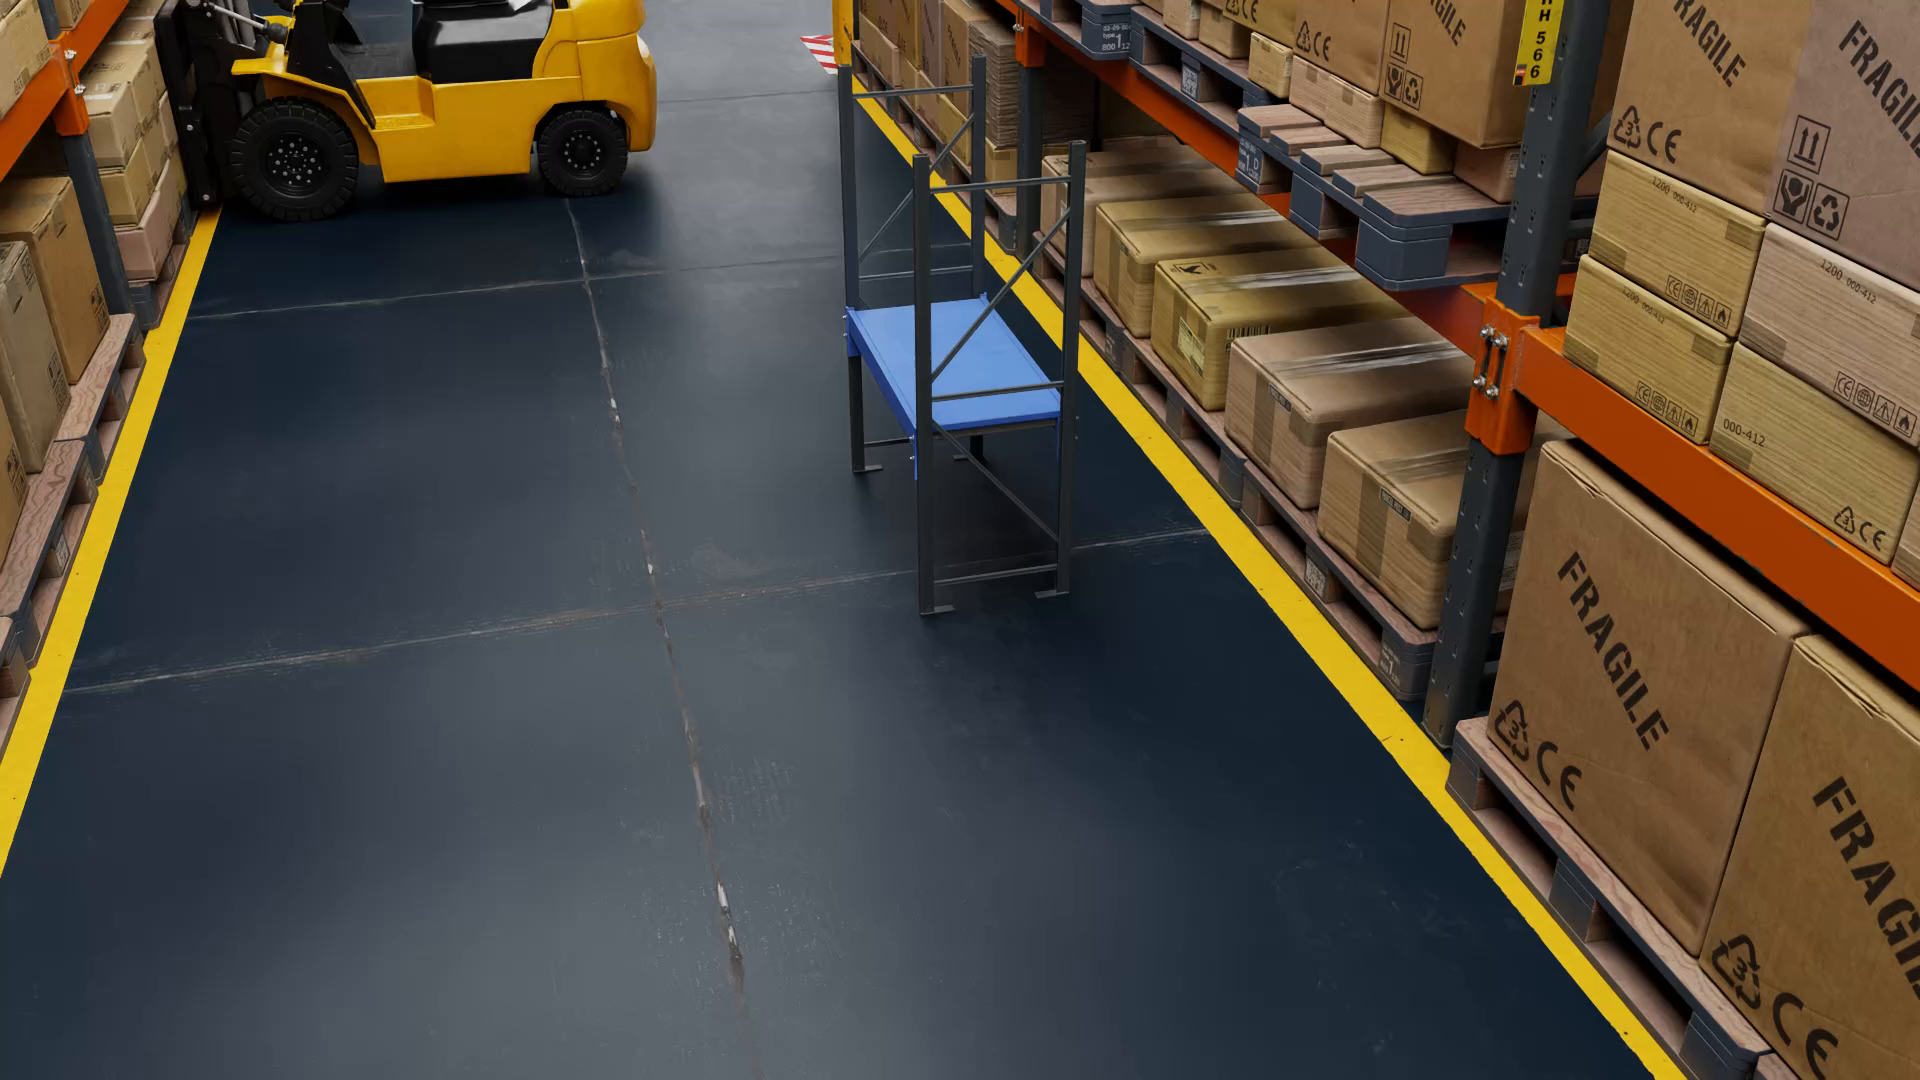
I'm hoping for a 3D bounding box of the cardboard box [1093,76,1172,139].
[{"bbox_3d":[0.873,-2.362,8.413,0.500,0.500,0.500,-6,31,-11],"label":"cardboard box"}]

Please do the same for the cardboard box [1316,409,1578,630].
[{"bbox_3d":[1.690,-0.112,5.152,0.950,0.372,0.625,-10,32,-17],"label":"cardboard box"}]

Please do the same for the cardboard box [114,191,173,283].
[{"bbox_3d":[-3.825,-1.332,7.383,0.500,0.250,0.500,-8,31,-13],"label":"cardboard box"}]

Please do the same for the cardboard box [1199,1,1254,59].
[{"bbox_3d":[1.029,-1.731,5.577,0.380,0.149,0.250,-9,31,-15],"label":"cardboard box"}]

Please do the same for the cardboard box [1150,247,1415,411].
[{"bbox_3d":[1.291,-0.834,6.400,0.950,0.372,0.625,-7,31,-12],"label":"cardboard box"}]

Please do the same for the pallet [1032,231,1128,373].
[{"bbox_3d":[0.977,-1.142,7.512,1.003,0.211,1.213,-8,31,-13],"label":"pallet"}]

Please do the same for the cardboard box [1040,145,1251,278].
[{"bbox_3d":[0.910,-1.516,7.579,0.950,0.372,0.625,-7,31,-13],"label":"cardboard box"}]

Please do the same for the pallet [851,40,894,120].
[{"bbox_3d":[-0.091,-3.016,10.750,1.003,0.211,1.213,-8,31,-13],"label":"pallet"}]

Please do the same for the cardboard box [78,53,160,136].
[{"bbox_3d":[-3.968,-2.011,7.558,0.500,0.250,0.500,-8,31,-13],"label":"cardboard box"}]

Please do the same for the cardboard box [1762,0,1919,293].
[{"bbox_3d":[1.867,-0.760,2.971,0.500,0.500,0.500,-8,31,-13],"label":"cardboard box"}]

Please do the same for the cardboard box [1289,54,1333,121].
[{"bbox_3d":[1.207,-1.351,4.922,0.380,0.149,0.250,-9,31,-16],"label":"cardboard box"}]

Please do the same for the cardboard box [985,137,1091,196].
[{"bbox_3d":[0.353,-1.966,8.478,0.500,0.250,0.500,-6,31,-11],"label":"cardboard box"}]

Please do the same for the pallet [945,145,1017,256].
[{"bbox_3d":[0.556,-1.838,8.714,1.003,0.211,1.213,-8,31,-13],"label":"pallet"}]

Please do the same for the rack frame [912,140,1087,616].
[{"bbox_3d":[0.112,-0.445,5.021,0.500,1.500,0.032,-8,31,-13],"label":"rack frame"}]

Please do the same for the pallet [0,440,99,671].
[{"bbox_3d":[-3.455,0.085,5.393,1.003,0.211,1.213,-8,31,-13],"label":"pallet"}]

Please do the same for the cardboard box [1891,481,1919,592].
[{"bbox_3d":[2.005,0.042,2.833,0.500,0.250,0.500,-7,31,-12],"label":"cardboard box"}]

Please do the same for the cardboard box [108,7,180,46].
[{"bbox_3d":[-4.243,-2.504,8.410,0.500,0.250,0.500,-8,31,-14],"label":"cardboard box"}]

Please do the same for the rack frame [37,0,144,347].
[{"bbox_3d":[-4.016,-2.063,6.320,1.000,3.000,0.127,-8,31,-13],"label":"rack frame"}]

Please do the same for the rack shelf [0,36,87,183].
[{"bbox_3d":[-3.485,-0.786,4.831,1.077,0.370,4.000,-8,31,-13],"label":"rack shelf"}]

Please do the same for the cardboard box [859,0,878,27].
[{"bbox_3d":[-0.339,-3.535,10.440,0.500,0.500,0.500,-9,31,-15],"label":"cardboard box"}]

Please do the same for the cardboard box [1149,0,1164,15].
[{"bbox_3d":[0.909,-1.991,6.027,0.380,0.149,0.250,-8,31,-13],"label":"cardboard box"}]

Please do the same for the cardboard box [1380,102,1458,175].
[{"bbox_3d":[1.376,-1.113,4.510,0.380,0.149,0.250,-7,31,-13],"label":"cardboard box"}]

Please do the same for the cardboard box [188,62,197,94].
[{"bbox_3d":[-4.367,-2.519,8.935,0.500,0.250,0.500,-9,31,-14],"label":"cardboard box"}]

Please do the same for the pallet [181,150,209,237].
[{"bbox_3d":[-4.514,-1.836,8.711,1.003,0.211,1.213,-8,31,-13],"label":"pallet"}]

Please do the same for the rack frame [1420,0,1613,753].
[{"bbox_3d":[1.831,-0.793,4.125,1.000,3.000,0.127,-8,31,-13],"label":"rack frame"}]

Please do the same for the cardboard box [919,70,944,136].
[{"bbox_3d":[0.071,-2.468,9.346,0.500,0.250,0.500,-7,31,-13],"label":"cardboard box"}]

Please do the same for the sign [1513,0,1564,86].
[{"bbox_3d":[1.310,-1.183,3.723,0.100,0.325,0.005,-8,31,-13],"label":"sign"}]

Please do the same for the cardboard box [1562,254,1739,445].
[{"bbox_3d":[1.718,-0.458,3.697,0.500,0.250,0.500,-8,31,-14],"label":"cardboard box"}]

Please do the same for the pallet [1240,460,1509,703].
[{"bbox_3d":[1.625,0.036,5.476,1.003,0.211,1.213,-8,31,-13],"label":"pallet"}]

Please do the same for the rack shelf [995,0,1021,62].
[{"bbox_3d":[0.238,-3.379,9.312,1.077,0.370,4.000,-8,31,-13],"label":"rack shelf"}]

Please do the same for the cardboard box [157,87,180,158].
[{"bbox_3d":[-4.104,-2.033,8.095,0.500,0.250,0.500,-8,31,-14],"label":"cardboard box"}]

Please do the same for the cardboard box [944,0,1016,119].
[{"bbox_3d":[0.216,-2.537,8.715,0.500,0.500,0.500,-7,31,-12],"label":"cardboard box"}]

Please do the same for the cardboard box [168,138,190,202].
[{"bbox_3d":[-4.126,-1.822,8.228,0.500,0.250,0.500,-7,31,-12],"label":"cardboard box"}]

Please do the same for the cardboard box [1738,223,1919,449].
[{"bbox_3d":[1.863,-0.417,3.127,0.500,0.250,0.500,-7,31,-12],"label":"cardboard box"}]

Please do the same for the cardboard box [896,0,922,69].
[{"bbox_3d":[-0.070,-3.040,9.585,0.500,0.500,0.500,-7,31,-12],"label":"cardboard box"}]

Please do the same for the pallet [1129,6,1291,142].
[{"bbox_3d":[1.266,-1.660,5.816,1.003,0.211,1.213,-8,31,-13],"label":"pallet"}]

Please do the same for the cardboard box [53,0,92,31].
[{"bbox_3d":[-3.882,-2.355,6.725,0.500,0.500,0.500,-9,31,-15],"label":"cardboard box"}]

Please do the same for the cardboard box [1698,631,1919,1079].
[{"bbox_3d":[2.166,0.721,3.212,0.875,0.875,0.875,-7,31,-13],"label":"cardboard box"}]

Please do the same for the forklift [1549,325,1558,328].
[{"bbox_3d":[3.399,-2.234,6.684,1.130,2.935,3.031,20,35,30],"label":"forklift"}]

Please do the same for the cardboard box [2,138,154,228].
[{"bbox_3d":[-3.847,-1.546,7.253,0.500,0.250,0.500,-8,31,-14],"label":"cardboard box"}]

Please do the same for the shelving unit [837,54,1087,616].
[{"bbox_3d":[-0.023,-0.690,5.445,0.538,1.500,1.048,-8,31,-13],"label":"shelving unit"}]

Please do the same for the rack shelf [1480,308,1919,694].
[{"bbox_3d":[2.361,0.484,2.637,1.077,0.370,4.000,-8,31,-13],"label":"rack shelf"}]

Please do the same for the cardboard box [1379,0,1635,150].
[{"bbox_3d":[1.442,-1.329,4.236,0.500,0.500,0.500,-9,31,-15],"label":"cardboard box"}]

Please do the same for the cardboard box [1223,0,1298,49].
[{"bbox_3d":[1.159,-1.821,5.086,0.500,0.500,0.500,-10,32,-17],"label":"cardboard box"}]

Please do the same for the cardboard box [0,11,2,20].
[{"bbox_3d":[-3.496,-1.764,5.454,0.500,0.250,0.500,-9,31,-15],"label":"cardboard box"}]

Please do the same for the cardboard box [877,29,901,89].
[{"bbox_3d":[-0.217,-2.975,10.220,0.500,0.250,0.500,-7,31,-11],"label":"cardboard box"}]

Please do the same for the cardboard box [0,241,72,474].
[{"bbox_3d":[-3.668,-0.591,5.727,0.875,0.625,0.625,-8,31,-14],"label":"cardboard box"}]

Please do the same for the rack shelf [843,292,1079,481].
[{"bbox_3d":[-0.023,-0.535,5.536,0.538,0.185,1.000,-8,31,-13],"label":"rack shelf"}]

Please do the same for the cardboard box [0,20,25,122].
[{"bbox_3d":[-3.491,-1.547,5.579,0.500,0.250,0.500,-8,31,-14],"label":"cardboard box"}]

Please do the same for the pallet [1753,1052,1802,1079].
[{"bbox_3d":[2.287,1.393,3.133,1.003,0.211,1.213,-8,31,-13],"label":"pallet"}]
